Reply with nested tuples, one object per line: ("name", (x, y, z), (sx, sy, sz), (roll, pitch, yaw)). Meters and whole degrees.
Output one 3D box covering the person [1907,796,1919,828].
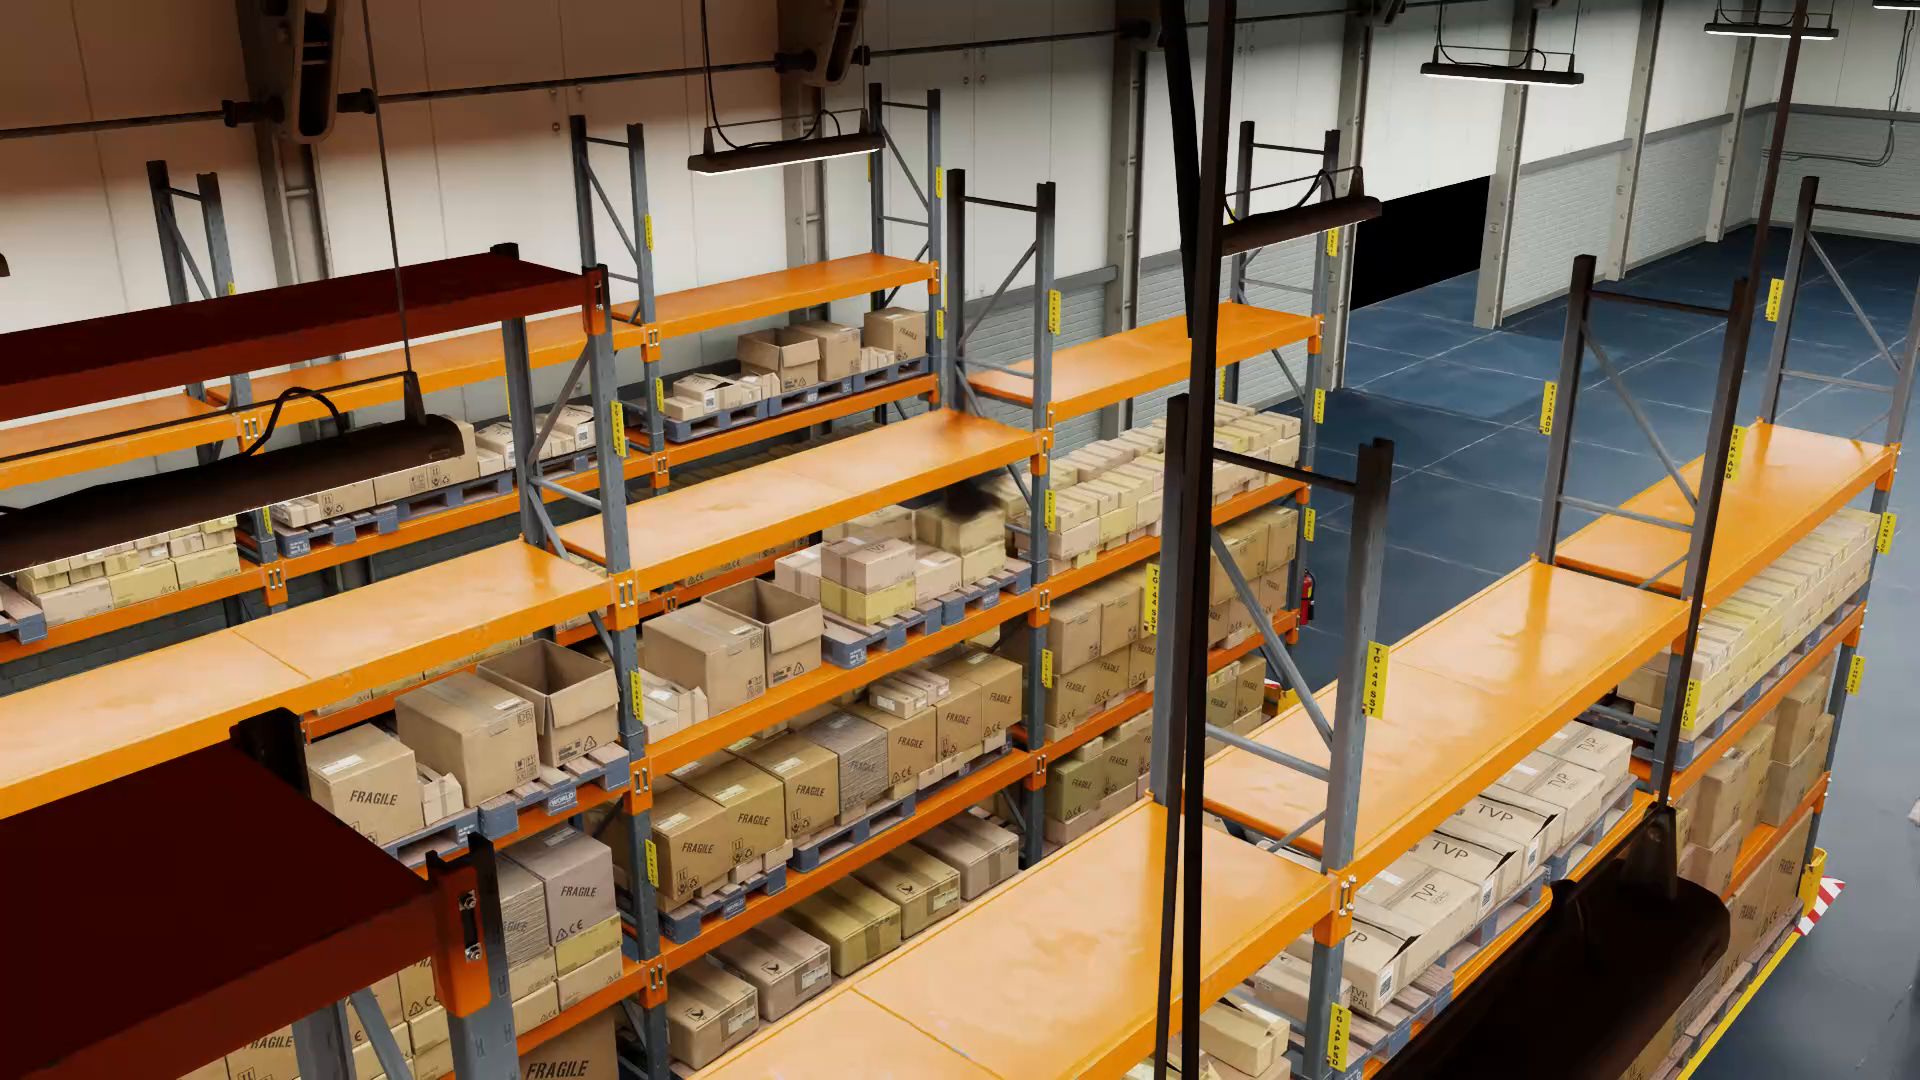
("person", (7.944, 2.493, 13.376), (0.654, 1.661, 0.691), (13, 25, 29))
